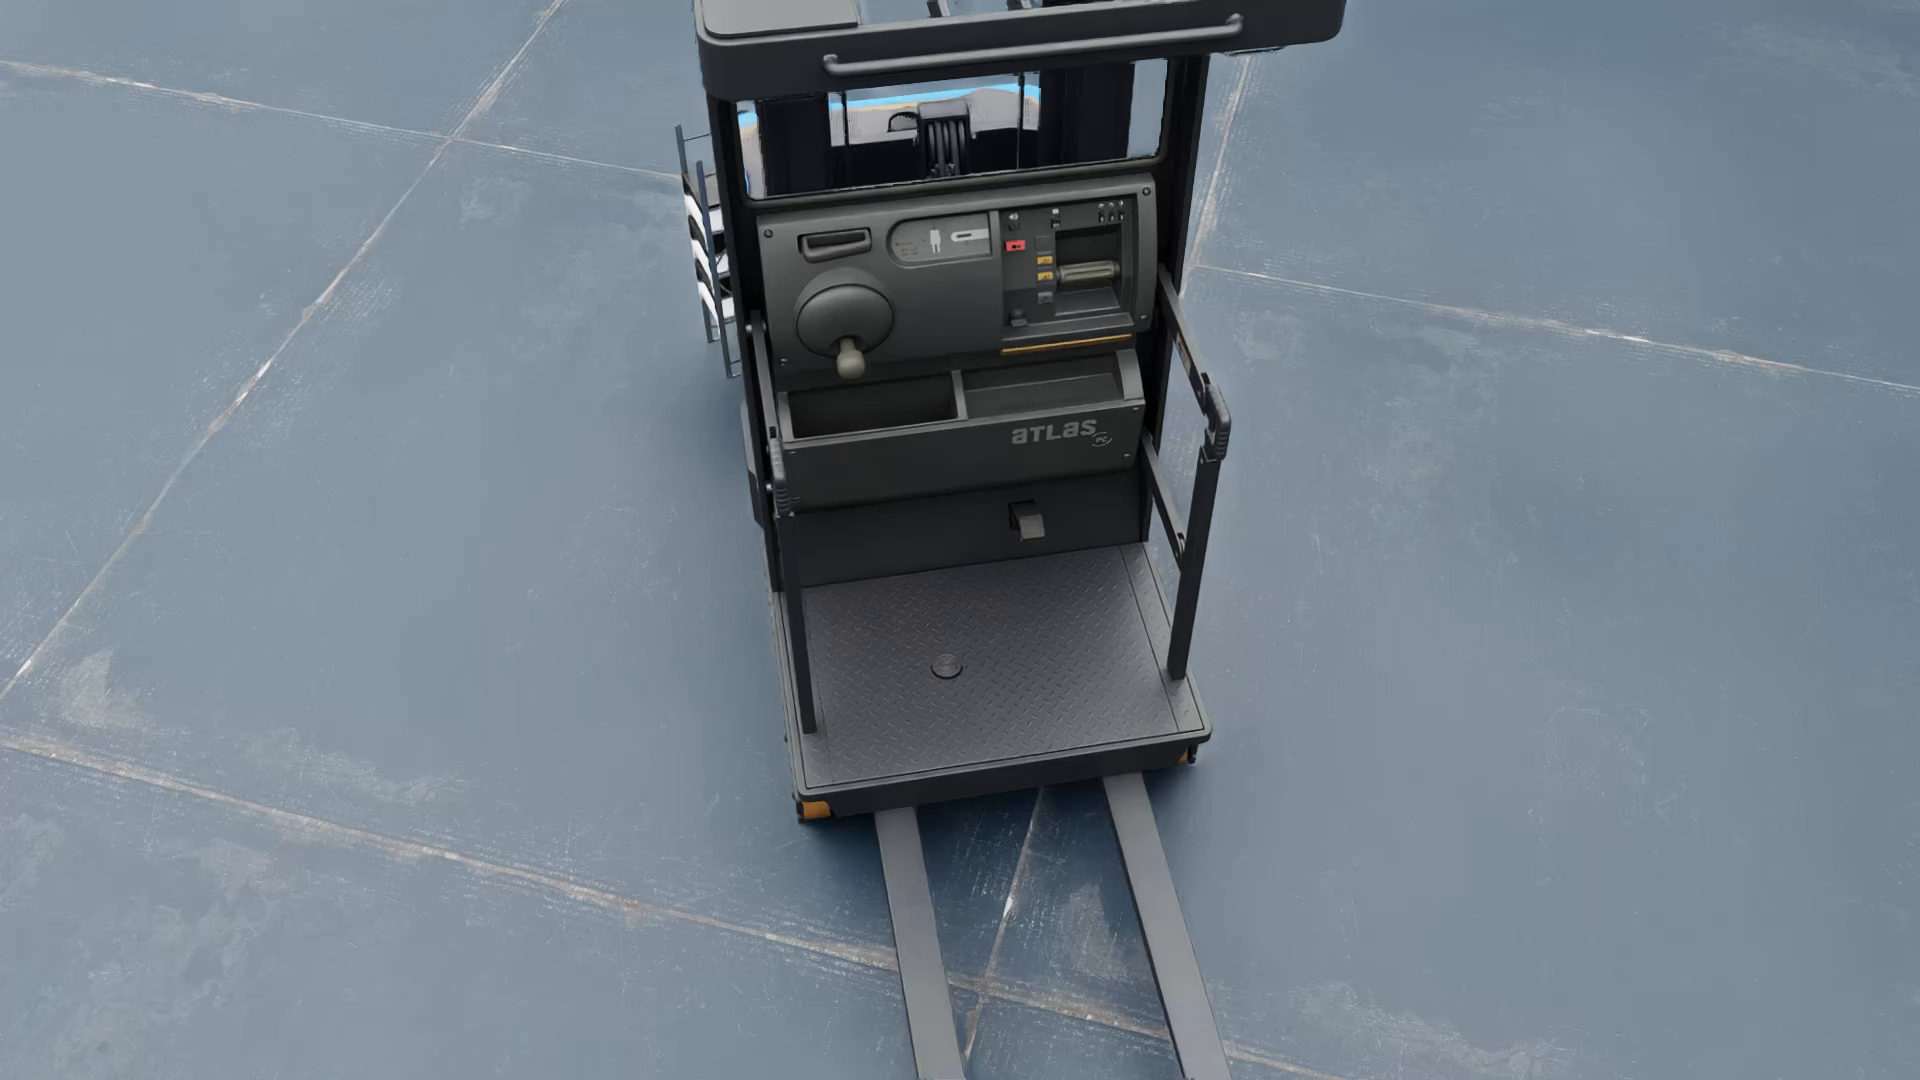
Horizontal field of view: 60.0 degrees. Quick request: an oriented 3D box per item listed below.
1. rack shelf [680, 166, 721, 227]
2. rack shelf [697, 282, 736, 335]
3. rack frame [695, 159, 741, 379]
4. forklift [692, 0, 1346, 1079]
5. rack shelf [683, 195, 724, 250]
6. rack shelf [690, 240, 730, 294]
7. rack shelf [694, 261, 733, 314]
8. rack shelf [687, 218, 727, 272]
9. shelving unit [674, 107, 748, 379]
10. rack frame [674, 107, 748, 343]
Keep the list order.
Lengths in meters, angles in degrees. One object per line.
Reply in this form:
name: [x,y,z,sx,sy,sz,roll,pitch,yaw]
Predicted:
rack shelf: [-0.739,-1.119,5.322,0.258,0.077,0.200,-19,51,-16]
rack shelf: [-0.739,-0.821,5.659,0.258,0.077,0.200,-19,51,-16]
rack frame: [-0.697,-0.893,5.438,0.240,0.900,0.006,-19,51,-16]
forklift: [0.044,-0.509,3.744,1.130,2.935,3.031,-8,49,-7]
rack shelf: [-0.739,-1.060,5.389,0.258,0.077,0.200,-19,51,-16]
rack shelf: [-0.739,-0.940,5.524,0.258,0.077,0.200,-19,51,-16]
rack shelf: [-0.739,-0.881,5.592,0.258,0.077,0.200,-19,51,-16]
rack shelf: [-0.739,-1.000,5.457,0.258,0.077,0.200,-19,51,-16]
shelving unit: [-0.739,-0.962,5.499,0.258,0.900,0.210,-19,51,-16]
rack frame: [-0.781,-1.032,5.561,0.240,0.900,0.006,-19,51,-16]
